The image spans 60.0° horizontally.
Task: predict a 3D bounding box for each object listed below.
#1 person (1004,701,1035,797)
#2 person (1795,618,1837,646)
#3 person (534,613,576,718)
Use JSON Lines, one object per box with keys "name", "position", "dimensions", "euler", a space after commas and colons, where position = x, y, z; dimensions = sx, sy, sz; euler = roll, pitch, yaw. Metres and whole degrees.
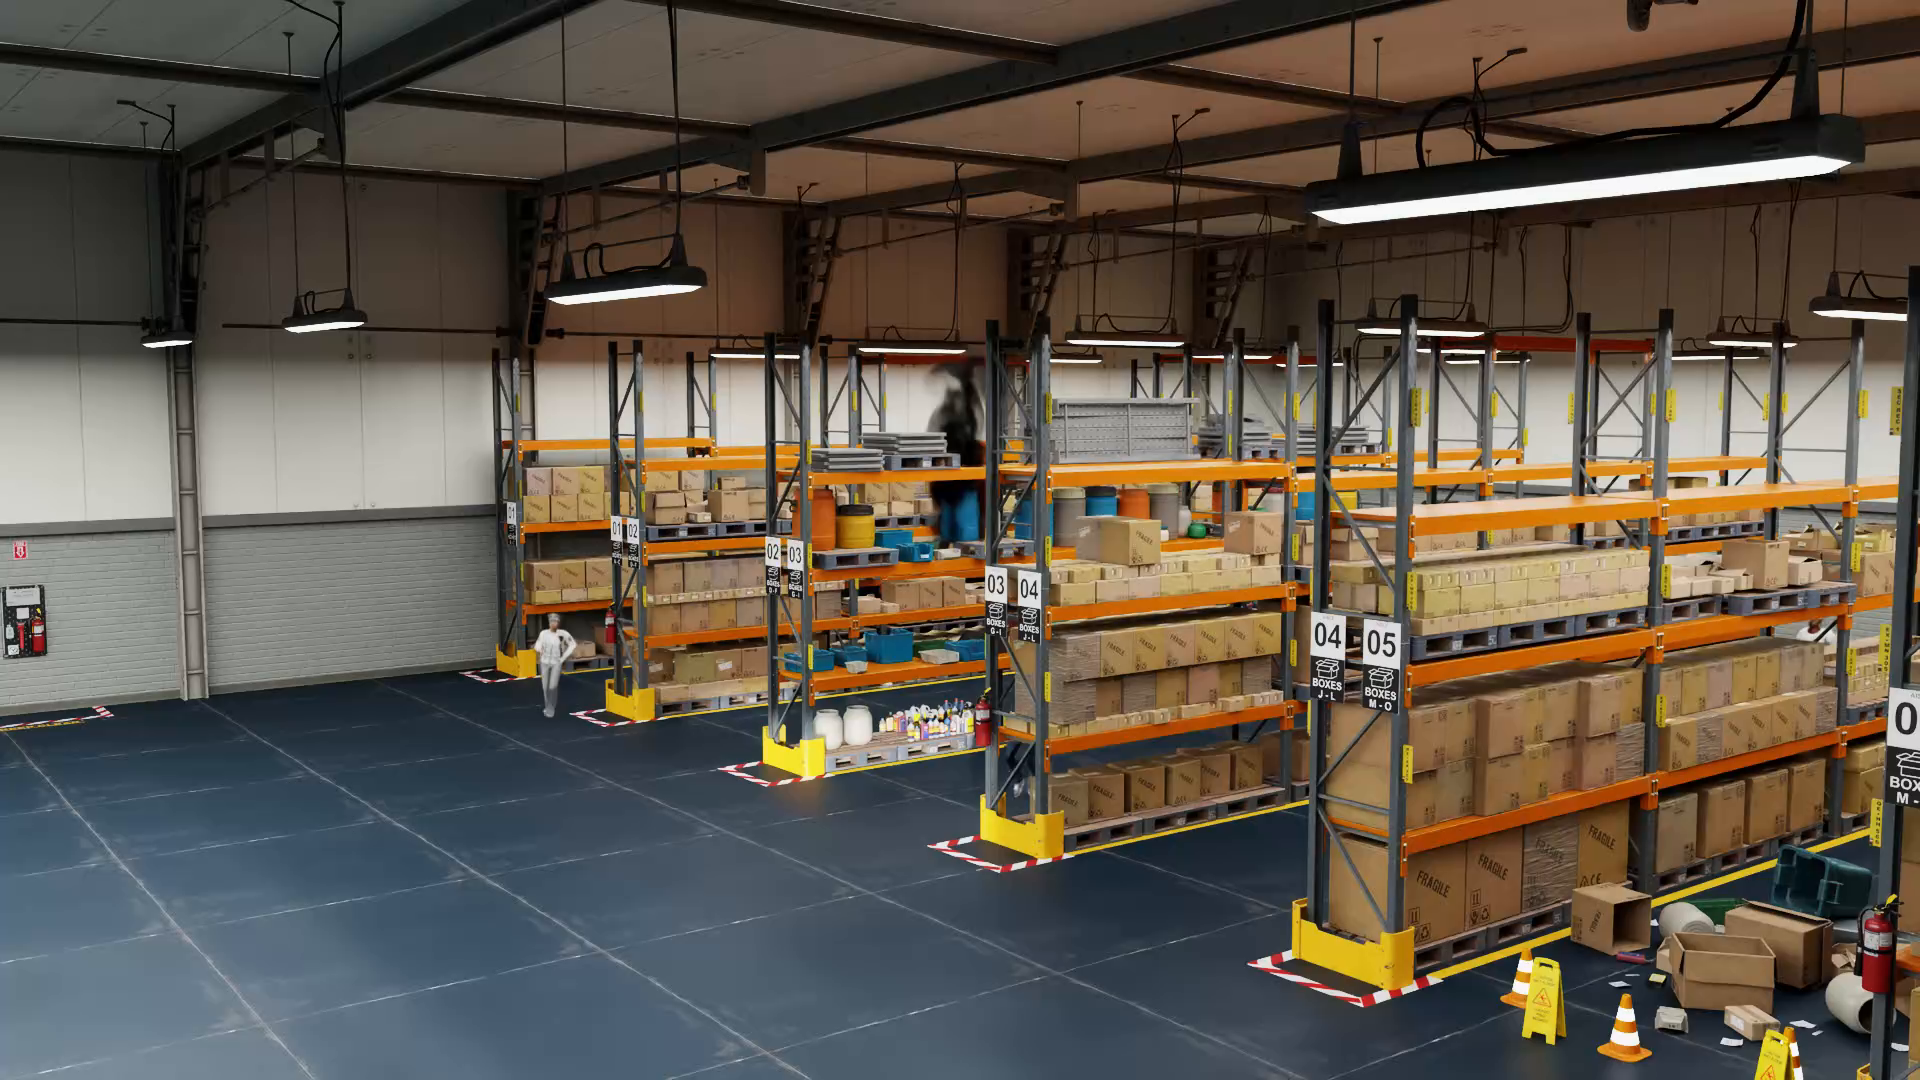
{"name": "person", "position": [0.809, 2.502, 21.234], "dimensions": [0.505, 1.589, 0.662], "euler": [4, 6, 39]}
{"name": "person", "position": [13.617, 1.986, 26.528], "dimensions": [0.598, 1.723, 0.702], "euler": [-4, 6, -38]}
{"name": "person", "position": [-6.488, 2.007, 26.560], "dimensions": [0.615, 1.712, 0.673], "euler": [0, 5, 3]}
